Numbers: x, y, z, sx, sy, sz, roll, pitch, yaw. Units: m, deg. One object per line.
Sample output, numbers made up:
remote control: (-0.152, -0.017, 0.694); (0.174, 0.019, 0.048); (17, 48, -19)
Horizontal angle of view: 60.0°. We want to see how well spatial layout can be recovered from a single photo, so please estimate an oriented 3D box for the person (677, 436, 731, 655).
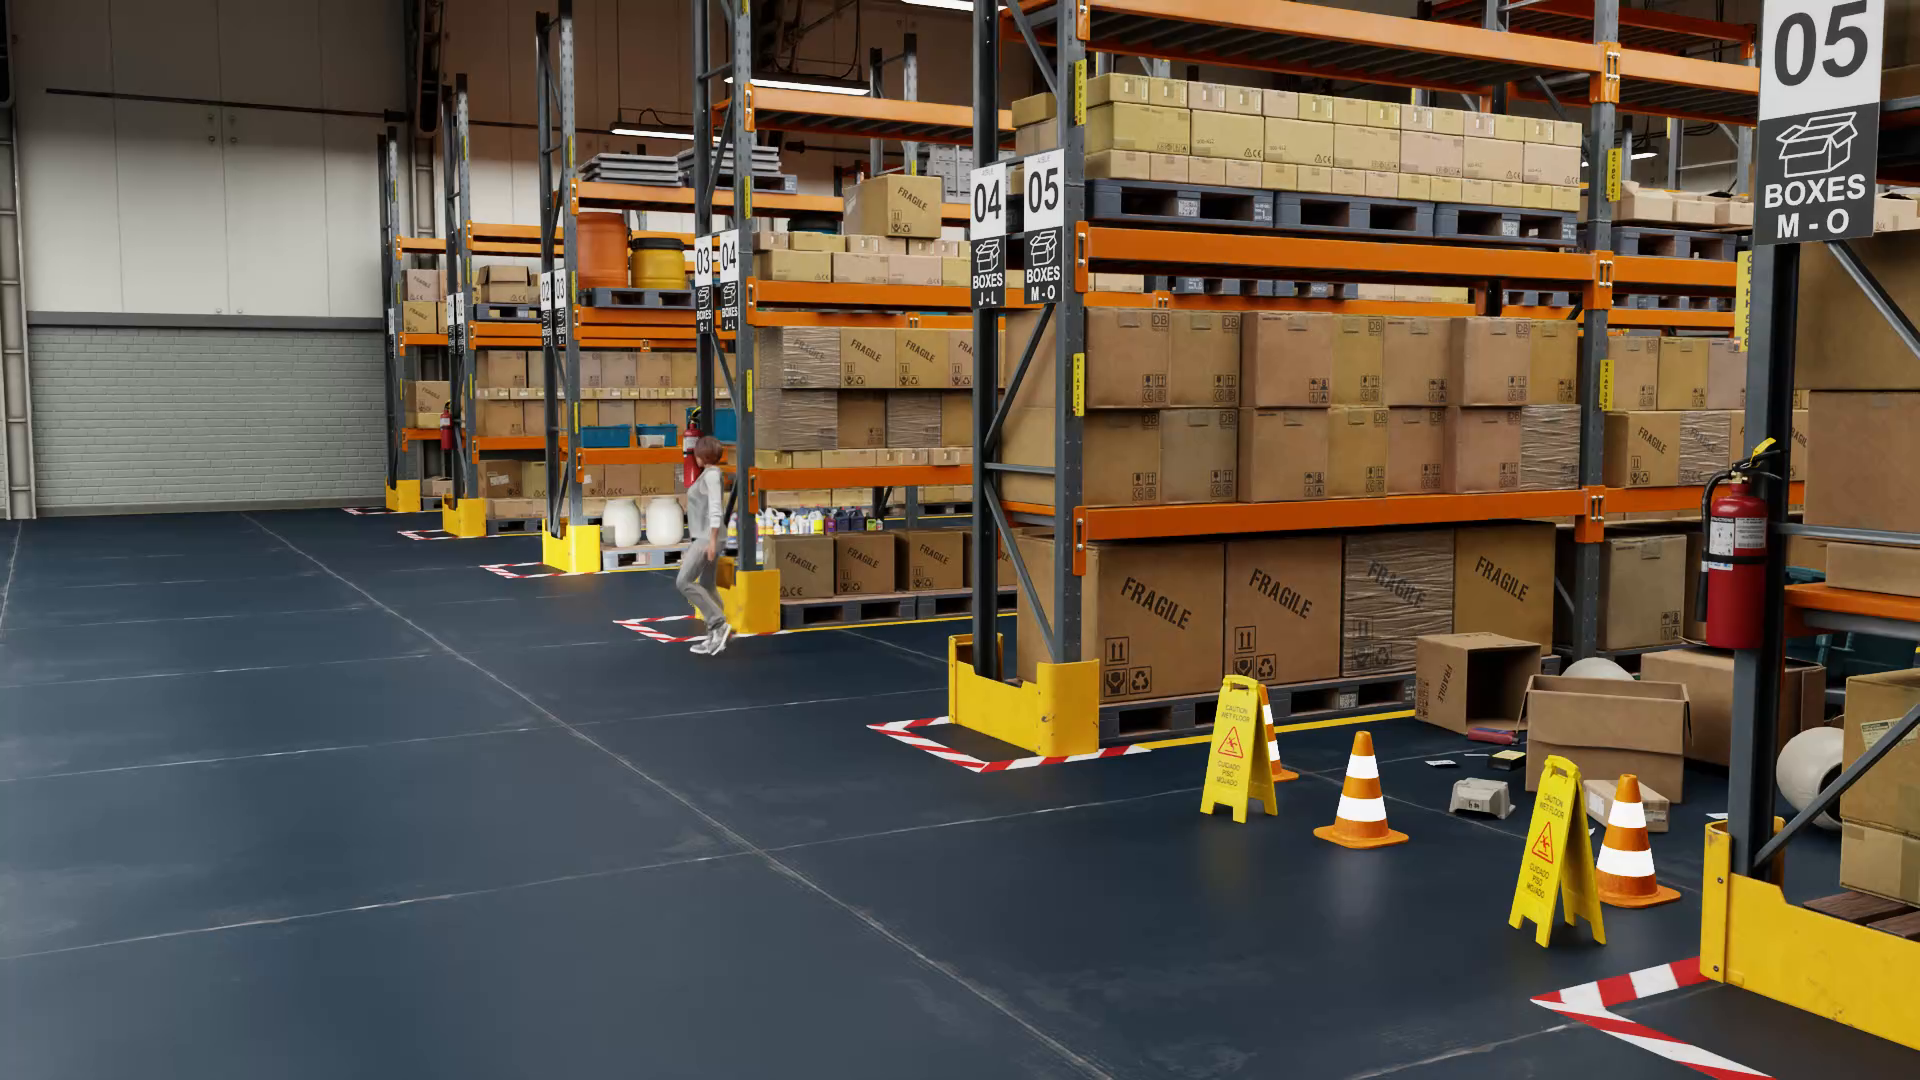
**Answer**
person: (-1.876, 0.032, 12.140); (0.388, 1.577, 0.503); (-1, 5, -9)
